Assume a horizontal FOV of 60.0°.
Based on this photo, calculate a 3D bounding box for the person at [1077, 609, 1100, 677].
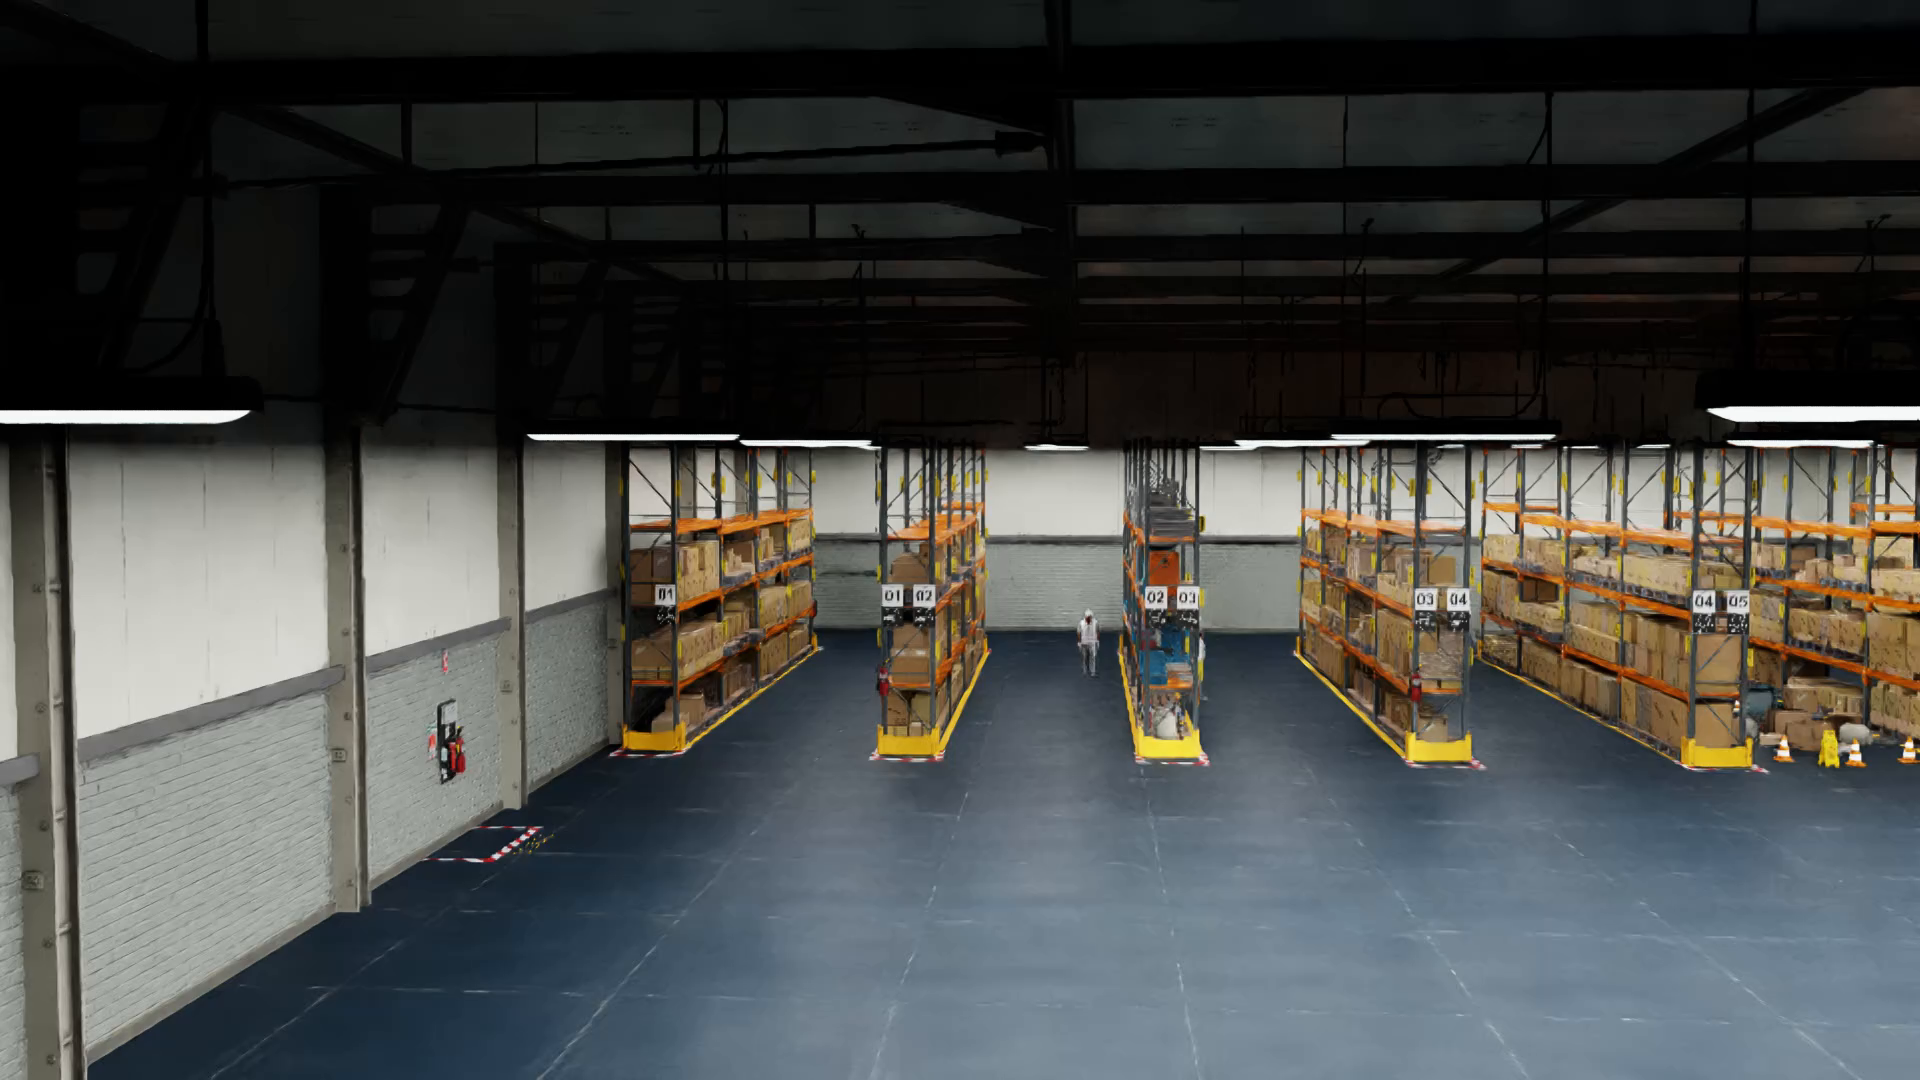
[{"bbox_3d":[3.266,2.596,42.270,0.566,1.706,1.122,0,3,7],"label":"person"}]

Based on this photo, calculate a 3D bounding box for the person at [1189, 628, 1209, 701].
[{"bbox_3d":[5.479,2.844,38.057,0.456,1.670,0.562,0,3,7],"label":"person"}]

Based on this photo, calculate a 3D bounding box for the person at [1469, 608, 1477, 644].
[{"bbox_3d":[14.974,2.266,49.194,0.684,1.658,0.487,-1,3,-24],"label":"person"}]
